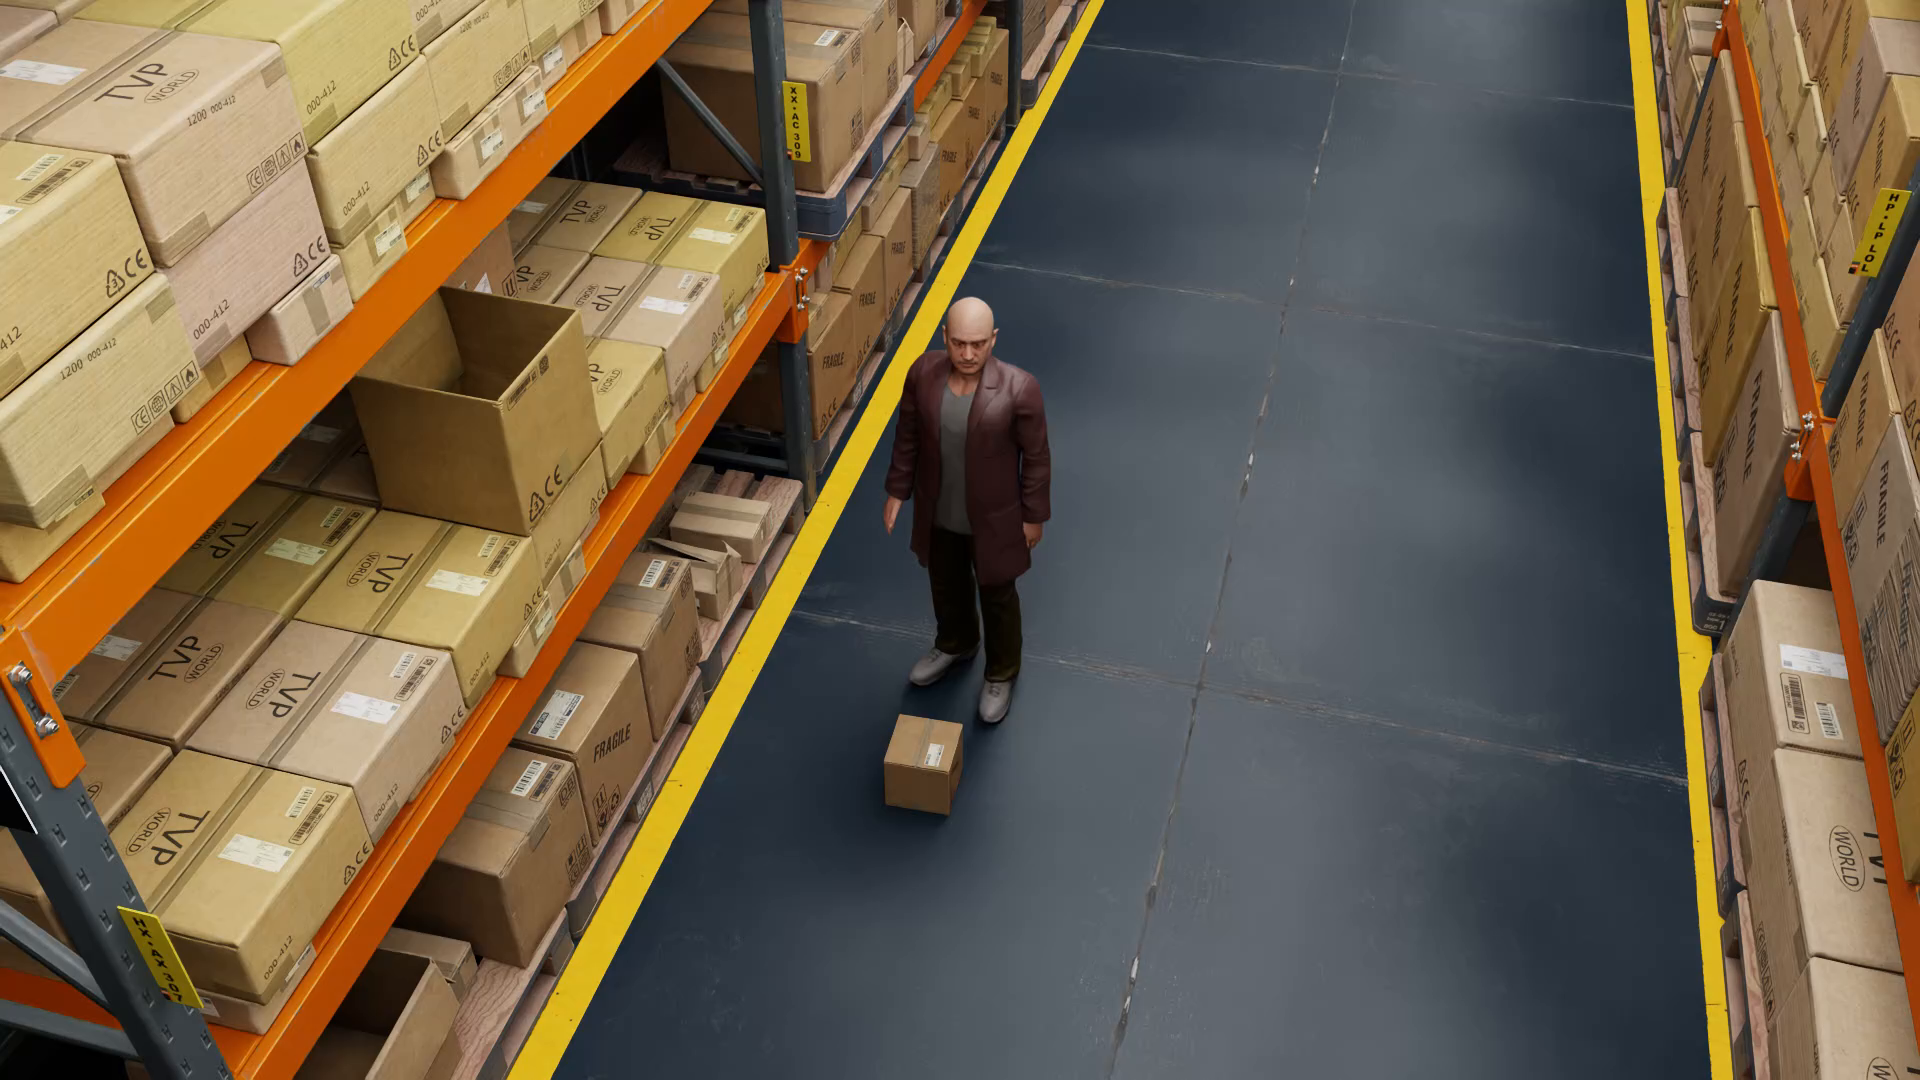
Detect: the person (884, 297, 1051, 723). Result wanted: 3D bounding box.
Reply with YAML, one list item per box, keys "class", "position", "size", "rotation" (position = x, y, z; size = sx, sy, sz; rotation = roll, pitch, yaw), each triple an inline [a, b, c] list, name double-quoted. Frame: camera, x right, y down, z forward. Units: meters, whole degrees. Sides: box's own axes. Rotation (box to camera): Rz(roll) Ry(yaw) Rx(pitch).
- class: "person"
  position: [0.009, -0.108, 6.265]
  size: [0.653, 1.786, 0.410]
  rotation: [17, 43, 19]
